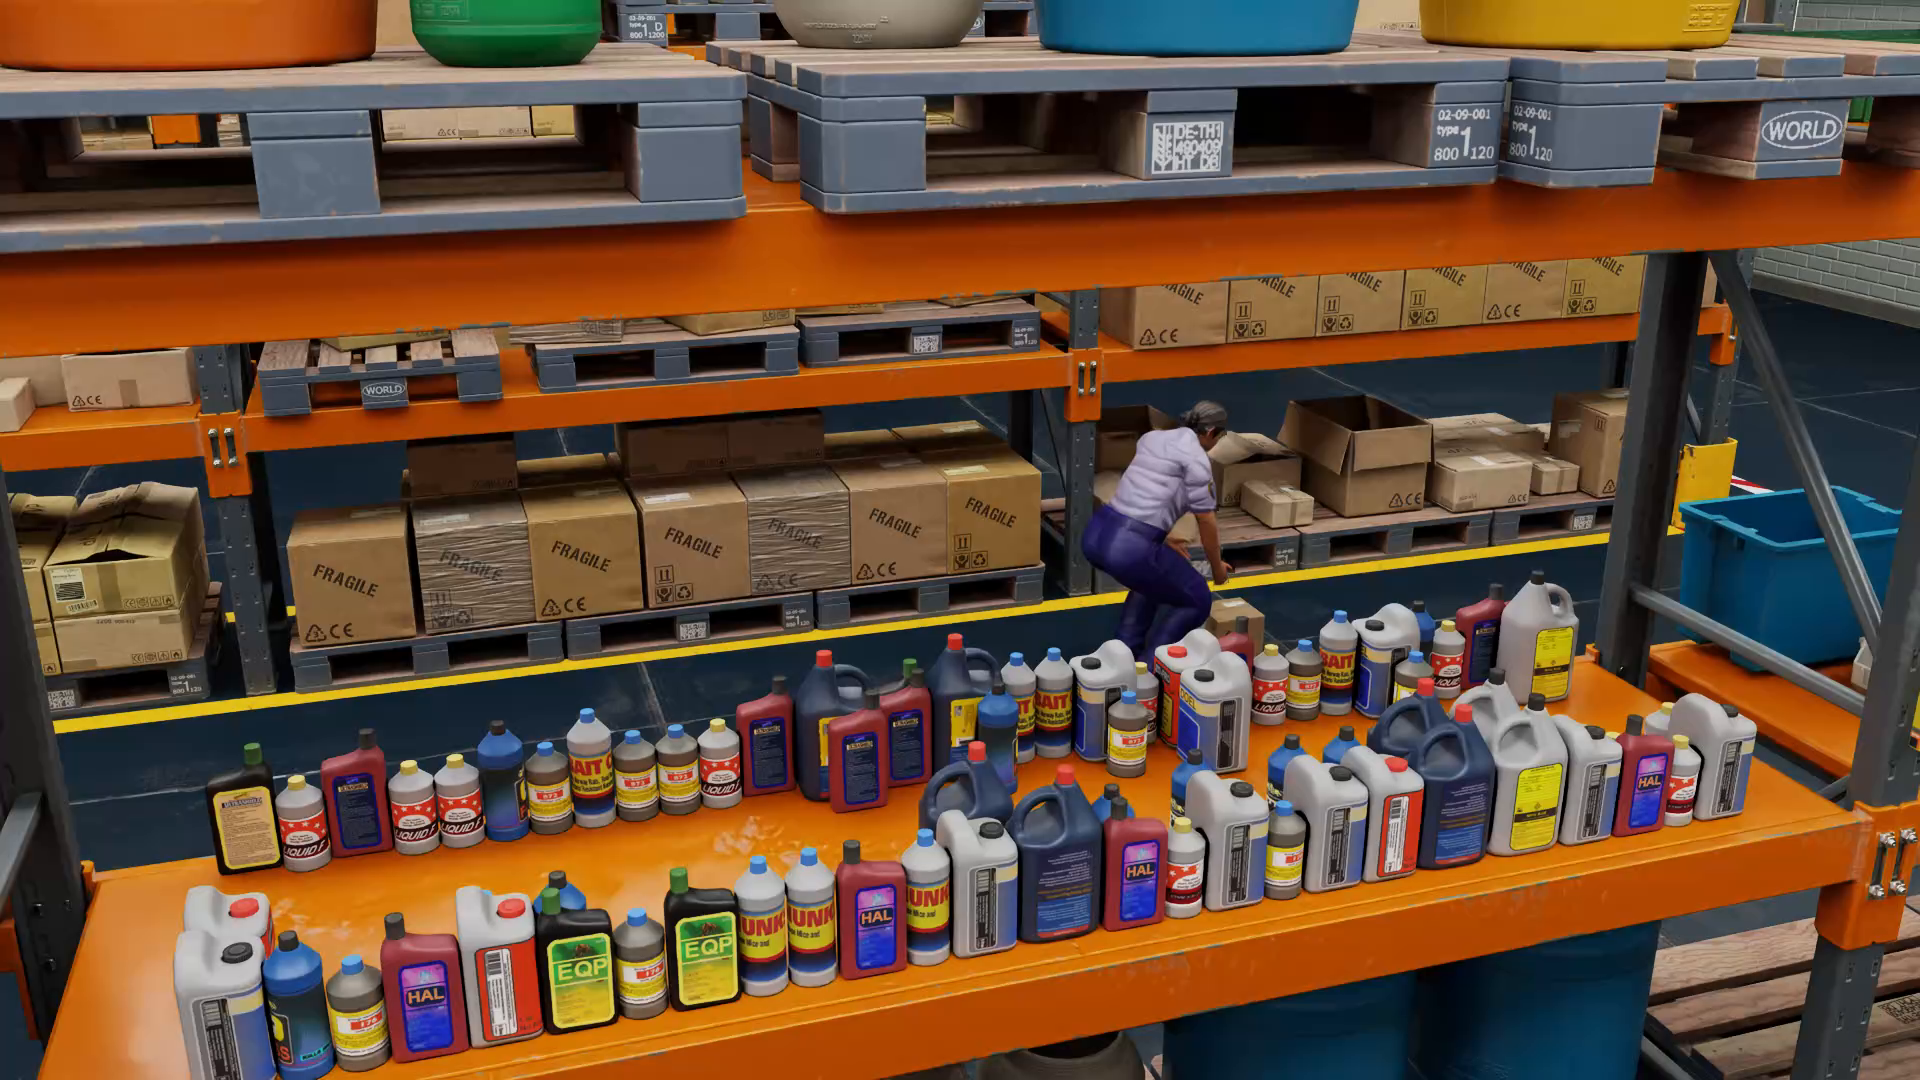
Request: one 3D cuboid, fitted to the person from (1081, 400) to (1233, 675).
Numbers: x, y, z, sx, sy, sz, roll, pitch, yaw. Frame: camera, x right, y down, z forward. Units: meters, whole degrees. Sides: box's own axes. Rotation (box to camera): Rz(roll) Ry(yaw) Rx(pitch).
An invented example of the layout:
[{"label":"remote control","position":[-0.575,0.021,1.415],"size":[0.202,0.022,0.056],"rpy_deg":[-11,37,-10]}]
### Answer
[{"label":"person","position":[0.891,0.017,7.605],"size":[0.704,1.284,0.537],"rpy_deg":[-9,21,-24]}]
